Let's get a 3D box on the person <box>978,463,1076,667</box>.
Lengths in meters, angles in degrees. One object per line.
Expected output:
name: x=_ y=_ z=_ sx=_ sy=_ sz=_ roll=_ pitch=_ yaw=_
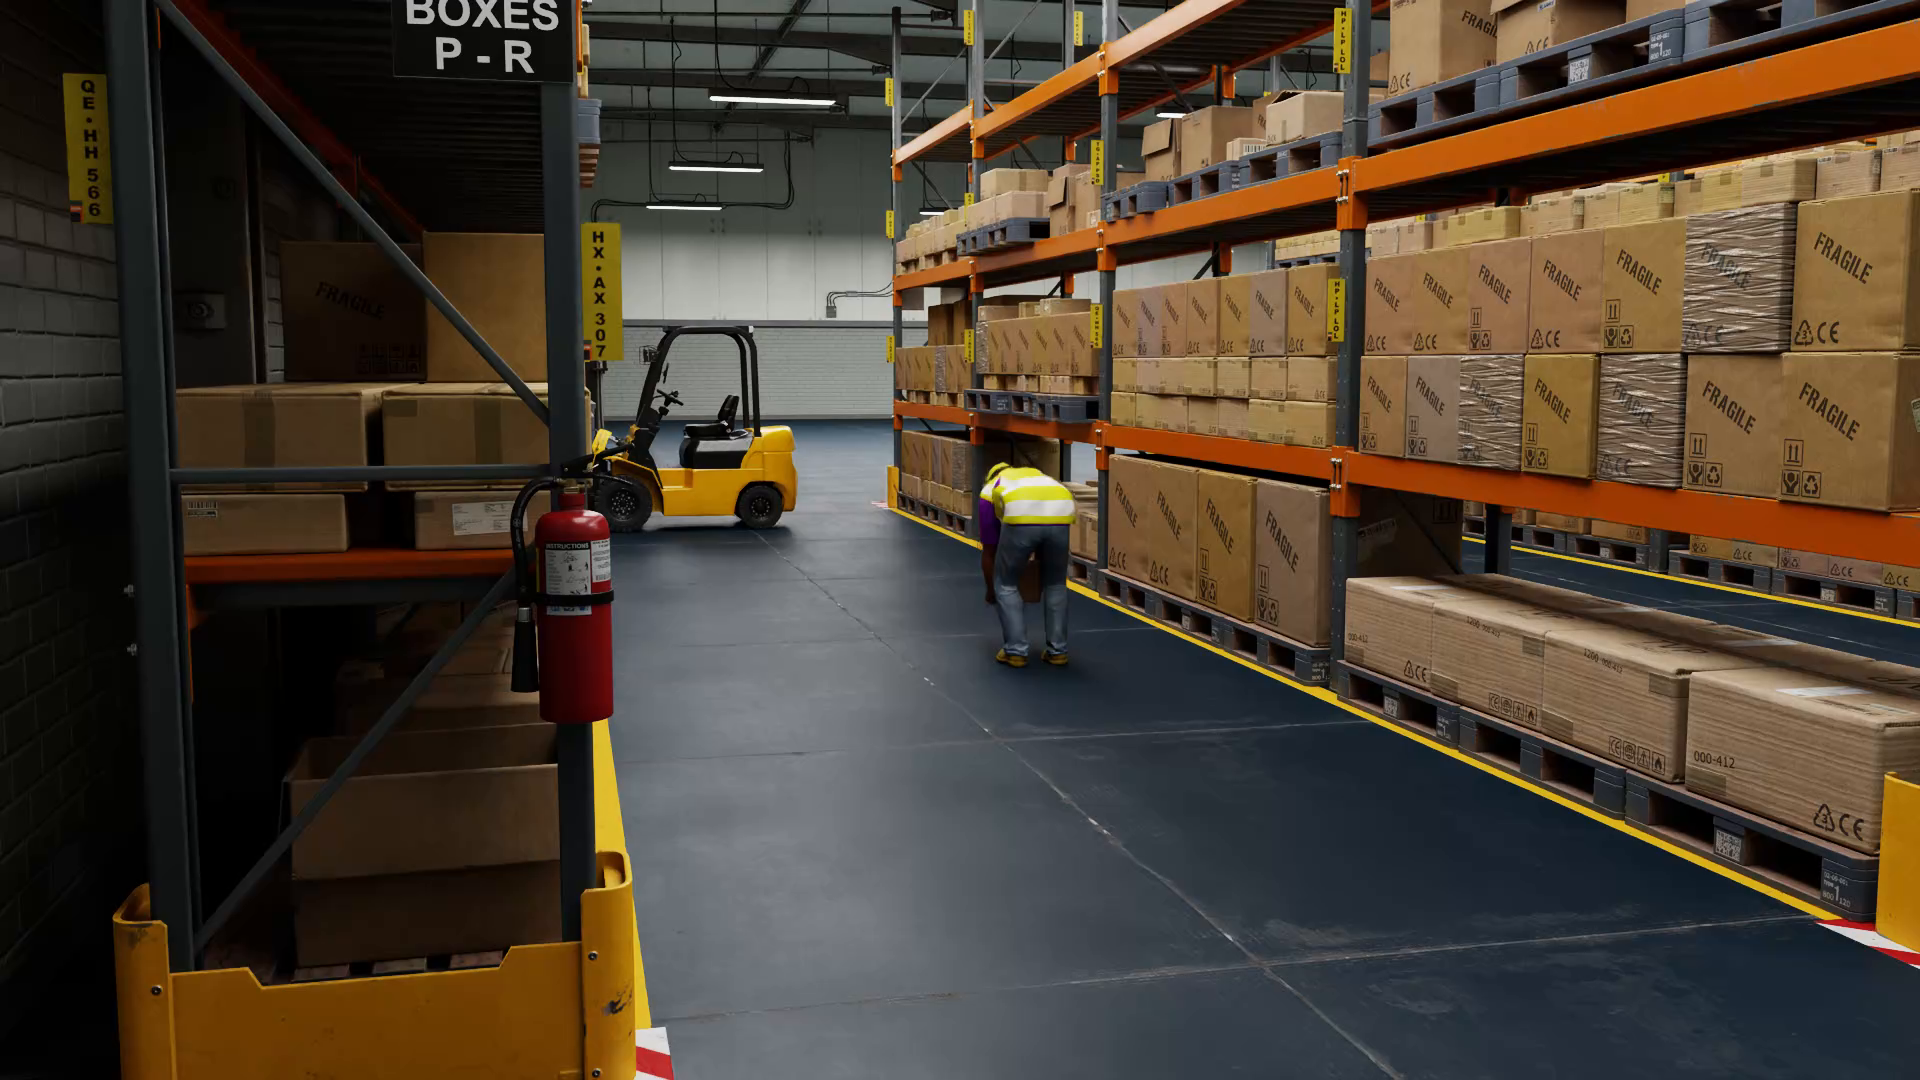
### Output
person: x=0.362 y=0.133 z=9.999 sx=0.477 sy=1.148 sz=0.974 roll=-2 pitch=6 yaw=-16
